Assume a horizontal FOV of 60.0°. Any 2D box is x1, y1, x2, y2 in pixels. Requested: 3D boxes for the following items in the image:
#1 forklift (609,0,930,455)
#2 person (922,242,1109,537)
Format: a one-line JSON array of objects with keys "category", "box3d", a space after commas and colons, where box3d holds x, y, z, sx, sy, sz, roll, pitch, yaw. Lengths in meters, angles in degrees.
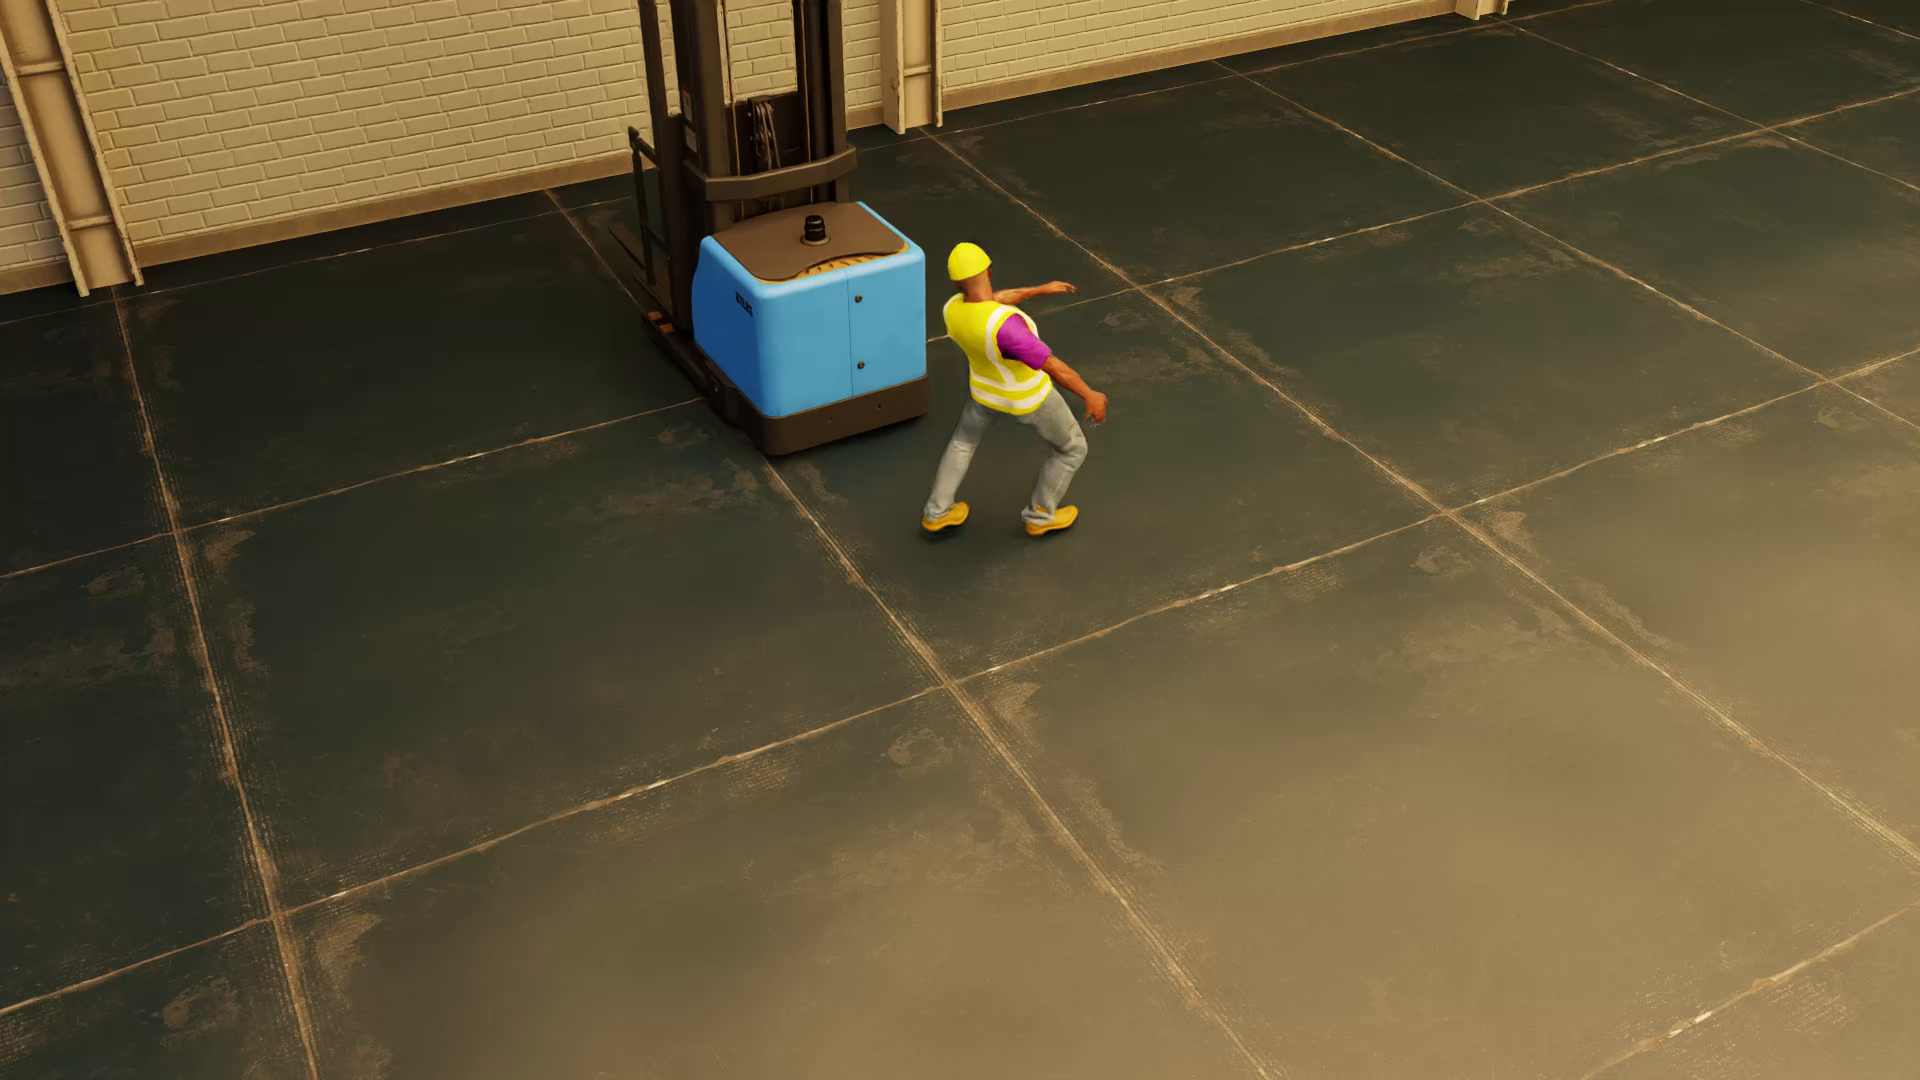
[{"category": "forklift", "box3d": [-1.344, -2.492, 9.648, 1.130, 2.935, 3.031, -18, 39, -24]}, {"category": "person", "box3d": [0.362, -0.751, 8.315, 0.863, 1.608, 0.871, 21, 41, 27]}]
